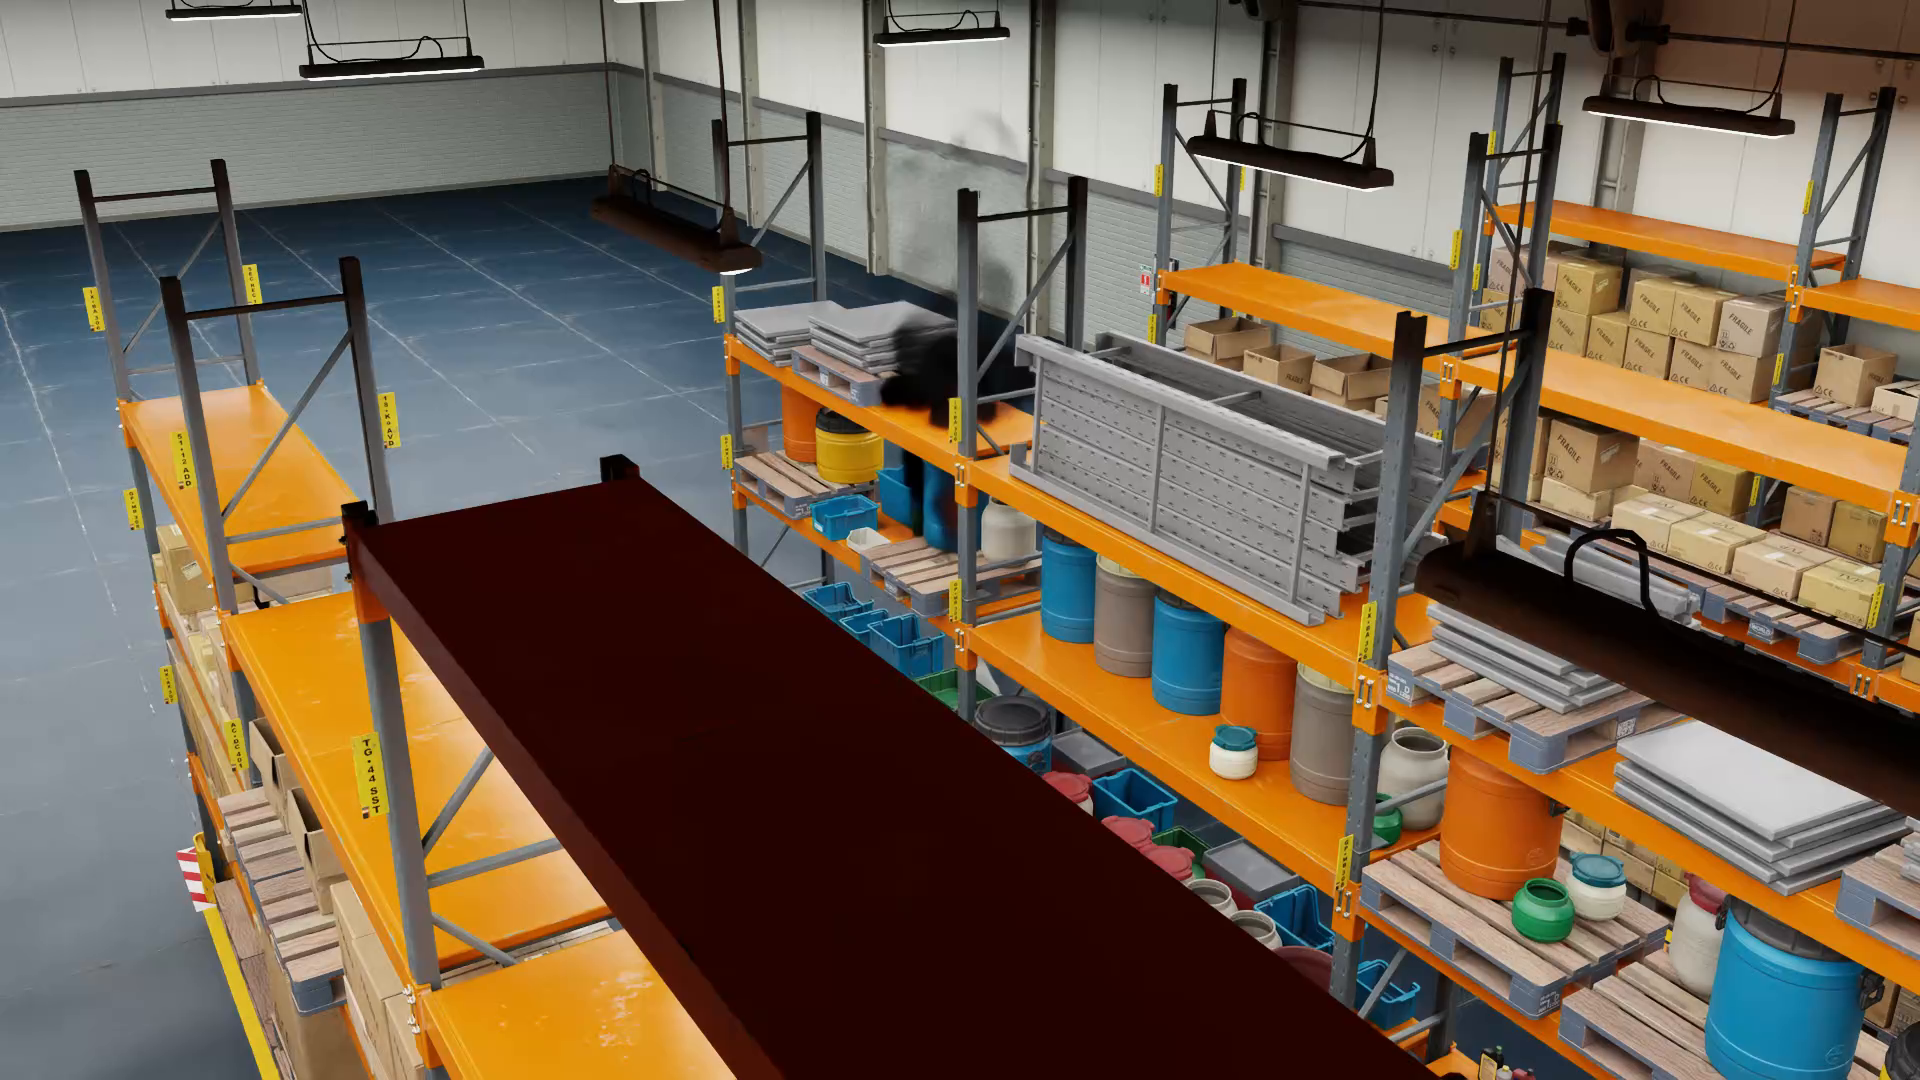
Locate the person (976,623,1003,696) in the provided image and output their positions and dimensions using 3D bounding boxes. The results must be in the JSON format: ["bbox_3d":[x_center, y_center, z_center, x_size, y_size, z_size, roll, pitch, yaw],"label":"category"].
[{"bbox_3d":[0.103,0.889,16.873,0.704,1.821,0.843,-20,29,-40],"label":"person"}]
